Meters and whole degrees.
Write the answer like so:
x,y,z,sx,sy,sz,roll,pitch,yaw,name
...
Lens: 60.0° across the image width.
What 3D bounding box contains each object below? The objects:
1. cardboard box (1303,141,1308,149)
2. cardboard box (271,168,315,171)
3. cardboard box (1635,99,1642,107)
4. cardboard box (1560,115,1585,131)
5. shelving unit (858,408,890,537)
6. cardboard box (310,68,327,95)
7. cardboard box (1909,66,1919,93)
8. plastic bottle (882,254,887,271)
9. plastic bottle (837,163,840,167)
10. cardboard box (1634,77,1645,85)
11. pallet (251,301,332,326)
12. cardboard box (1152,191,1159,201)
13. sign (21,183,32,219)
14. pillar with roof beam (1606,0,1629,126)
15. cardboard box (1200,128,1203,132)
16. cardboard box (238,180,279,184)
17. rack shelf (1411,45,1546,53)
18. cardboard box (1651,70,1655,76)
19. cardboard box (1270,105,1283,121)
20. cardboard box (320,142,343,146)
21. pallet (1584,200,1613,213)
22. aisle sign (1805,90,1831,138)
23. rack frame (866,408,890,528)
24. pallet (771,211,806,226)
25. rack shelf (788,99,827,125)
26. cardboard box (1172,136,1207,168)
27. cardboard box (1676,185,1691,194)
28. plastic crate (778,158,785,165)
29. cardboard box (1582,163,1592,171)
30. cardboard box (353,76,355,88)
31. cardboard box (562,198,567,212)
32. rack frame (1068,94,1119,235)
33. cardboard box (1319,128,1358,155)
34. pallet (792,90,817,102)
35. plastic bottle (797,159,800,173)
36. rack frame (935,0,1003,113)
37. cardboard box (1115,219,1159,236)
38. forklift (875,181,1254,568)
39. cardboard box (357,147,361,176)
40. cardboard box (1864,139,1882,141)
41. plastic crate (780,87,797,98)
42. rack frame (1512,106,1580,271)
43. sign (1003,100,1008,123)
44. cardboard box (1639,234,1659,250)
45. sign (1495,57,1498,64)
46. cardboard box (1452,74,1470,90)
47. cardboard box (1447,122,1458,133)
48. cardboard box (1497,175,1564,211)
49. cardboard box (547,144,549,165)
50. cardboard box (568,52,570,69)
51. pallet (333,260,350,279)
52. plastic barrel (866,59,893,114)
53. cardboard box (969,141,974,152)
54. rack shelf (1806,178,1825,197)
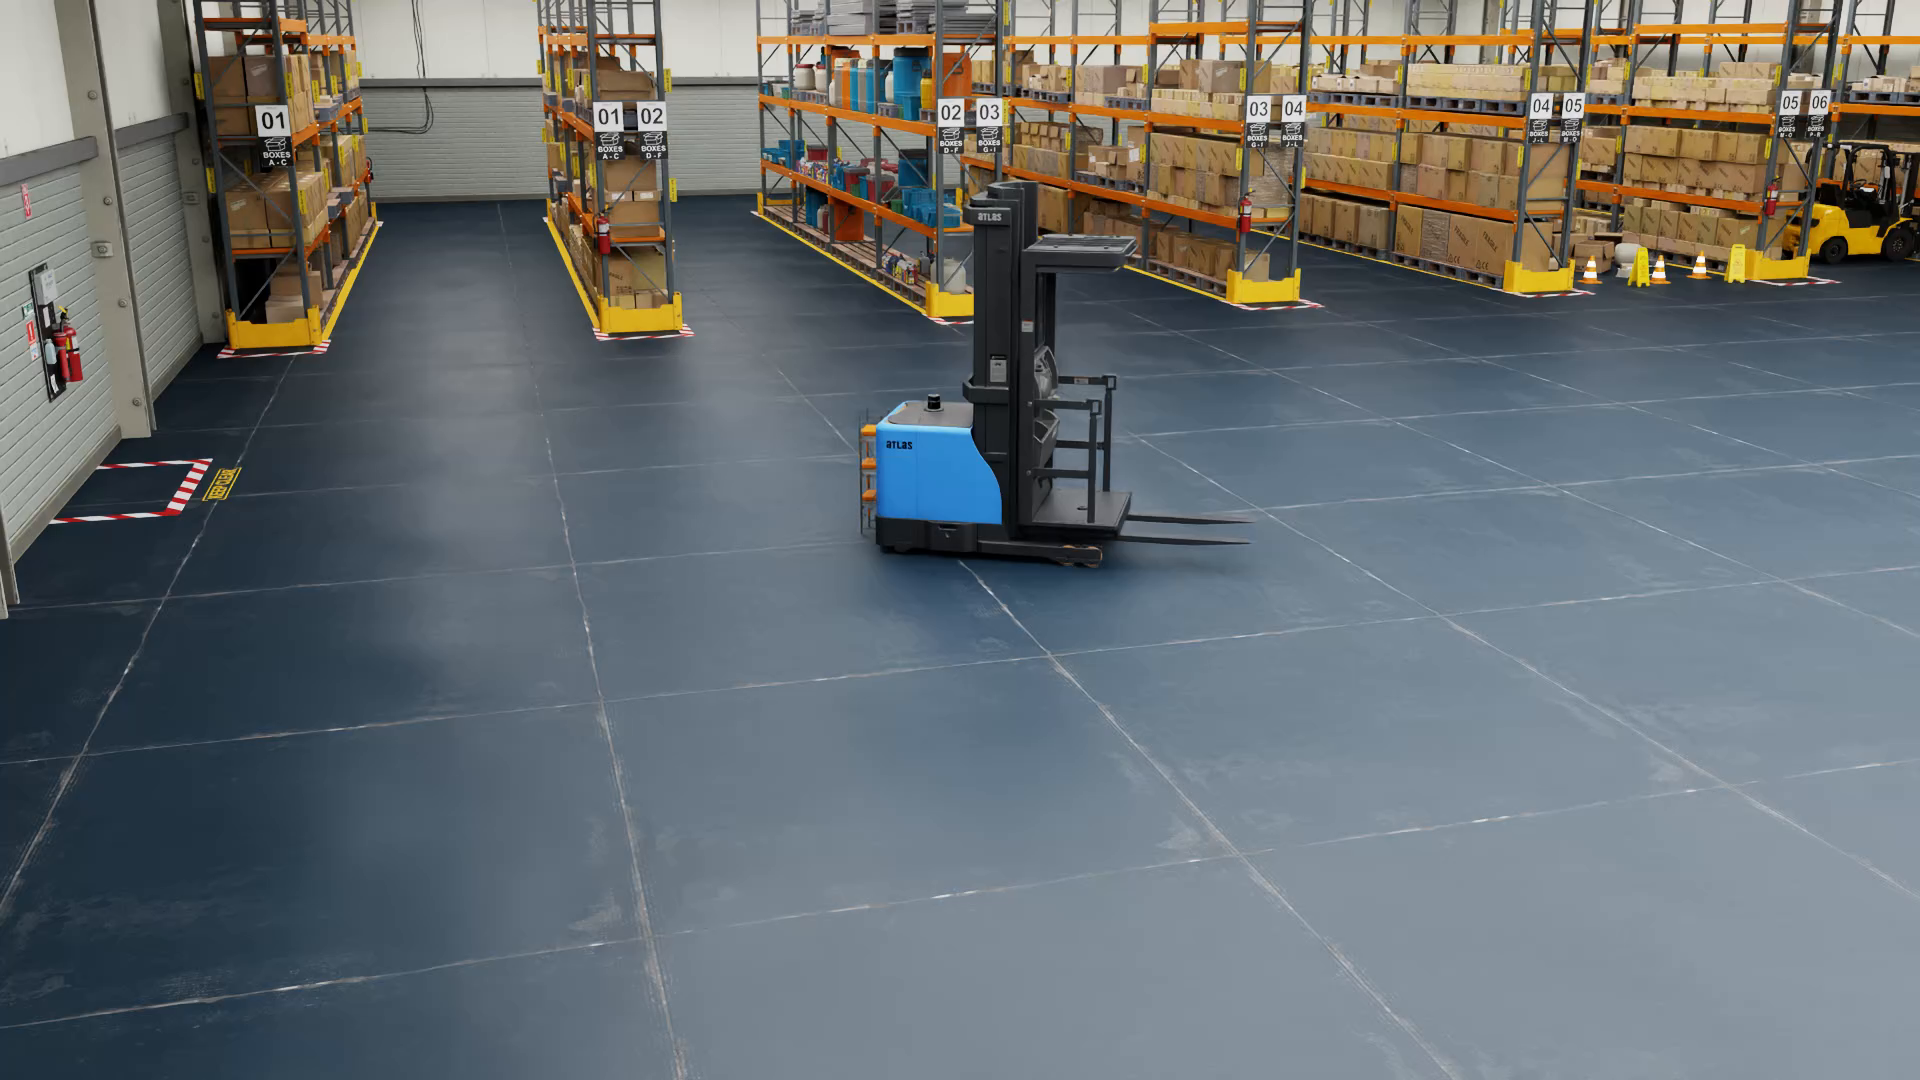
x,y,z,sx,sy,sz,roll,pitch,yaw,name
7.479,-8.439,35.503,0.380,0.149,0.250,-5,17,-17,cardboard box
-10.743,-5.767,26.999,0.700,0.500,0.500,-3,17,-10,cardboard box
13.175,-8.378,31.851,0.380,0.149,0.250,-5,17,-16,cardboard box
15.746,-10.637,42.591,0.500,0.500,0.500,-5,17,-17,cardboard box
-0.714,-0.562,13.999,0.215,1.050,0.252,3,17,11,shelving unit
-12.113,-8.438,30.675,0.700,0.500,0.500,-4,17,-12,cardboard box
18.532,-8.750,31.569,0.797,0.503,0.637,-4,17,-13,cardboard box
-1.298,-4.775,28.611,0.097,0.271,0.097,0,17,0,plastic bottle
-2.518,-7.704,34.609,0.097,0.271,0.097,0,17,0,plastic bottle
13.100,-8.754,31.716,0.380,0.149,0.250,-5,17,-16,cardboard box
-9.932,-3.354,24.749,1.003,0.211,1.213,-5,17,-15,pallet
3.624,-6.111,29.519,0.380,0.149,0.250,-5,17,-15,cardboard box
-8.216,-2.983,14.638,0.001,0.298,0.199,-5,17,-15,sign
12.436,-12.571,40.161,9.100,9.000,0.400,-5,17,-15,pillar with roof beam
5.860,-9.882,39.208,0.500,0.500,0.500,-5,18,-17,cardboard box
-10.138,-4.936,24.093,0.500,0.500,0.500,-4,17,-14,cardboard box
11.678,-11.165,37.425,1.077,0.370,4.000,-5,17,-15,rack shelf
16.040,-10.944,38.973,0.380,0.149,0.250,-5,17,-15,cardboard box
5.014,-6.797,26.412,0.500,0.250,0.500,-4,17,-14,cardboard box
-11.614,-7.170,30.579,0.500,0.250,0.500,-5,17,-16,cardboard box
16.160,-8.217,40.941,1.003,0.211,1.213,-5,17,-15,pallet
14.741,-7.314,28.569,0.394,0.787,0.004,-5,17,-15,aisle sign
-0.689,-0.597,14.113,0.200,1.050,0.008,3,17,11,rack frame
-3.741,-7.409,38.251,1.003,0.211,1.213,-5,17,-15,pallet
-2.613,-8.745,33.887,1.077,0.370,4.000,-5,17,-15,rack shelf
3.953,-6.633,28.391,0.500,0.500,0.500,-5,17,-15,cardboard box
13.544,-6.514,30.859,0.380,0.149,0.250,-5,17,-15,cardboard box
-3.930,-8.567,37.611,0.293,0.136,0.466,-5,17,-15,plastic crate
12.759,-7.513,33.455,0.380,0.149,0.250,-5,17,-16,cardboard box
-13.039,-9.674,35.087,0.500,0.250,0.500,-5,18,-17,cardboard box
-7.753,-6.759,33.515,0.500,0.250,0.500,-5,17,-15,cardboard box
2.699,-7.491,33.677,1.000,3.000,0.127,-5,17,-15,rack frame
7.750,-8.118,33.850,0.700,0.500,0.500,-5,17,-16,cardboard box
-2.853,-9.343,34.957,1.213,0.211,1.003,-5,17,-15,pallet
-3.435,-7.978,35.501,0.061,0.283,0.133,-5,17,-15,plastic bottle
0.135,-7.760,24.144,1.000,3.000,0.127,-5,17,-15,rack frame
3.383,-5.858,31.820,0.700,0.500,0.500,-6,18,-20,cardboard box
0.878,-1.351,13.354,3.031,2.935,1.130,3,17,11,forklift
-13.017,-7.920,34.584,0.980,0.700,0.700,-5,17,-17,cardboard box
18.477,-7.998,33.547,0.380,0.149,0.250,-5,17,-15,cardboard box
-3.720,-9.789,36.404,0.416,0.233,0.300,-5,17,-15,plastic crate
9.694,-5.643,27.523,1.000,3.000,0.127,-5,17,-15,rack frame
0.666,-6.370,24.715,0.100,0.325,0.005,-5,17,-15,sign
13.387,-5.721,31.834,0.500,0.250,0.500,-4,17,-12,cardboard box
14.279,-12.693,44.262,0.100,0.325,0.005,-5,17,-15,sign
8.879,-7.929,28.760,0.500,0.250,0.500,-5,17,-15,cardboard box
11.423,-9.344,37.932,0.500,0.500,0.500,-5,17,-16,cardboard box
9.549,-5.814,27.831,0.875,0.550,0.550,-5,17,-15,cardboard box
-9.157,-8.826,37.948,0.500,0.500,0.500,-4,17,-14,cardboard box
-7.221,-9.076,31.826,0.500,0.500,0.500,-5,17,-15,cardboard box
-11.375,-4.765,29.447,1.003,0.211,1.213,-5,17,-15,pallet
-1.312,-7.793,28.598,0.600,0.901,0.708,-5,17,-15,plastic barrel
0.522,-9.477,40.033,0.500,0.250,0.500,-5,17,-16,cardboard box
17.549,-7.771,35.857,1.077,0.370,4.000,-5,17,-15,rack shelf
